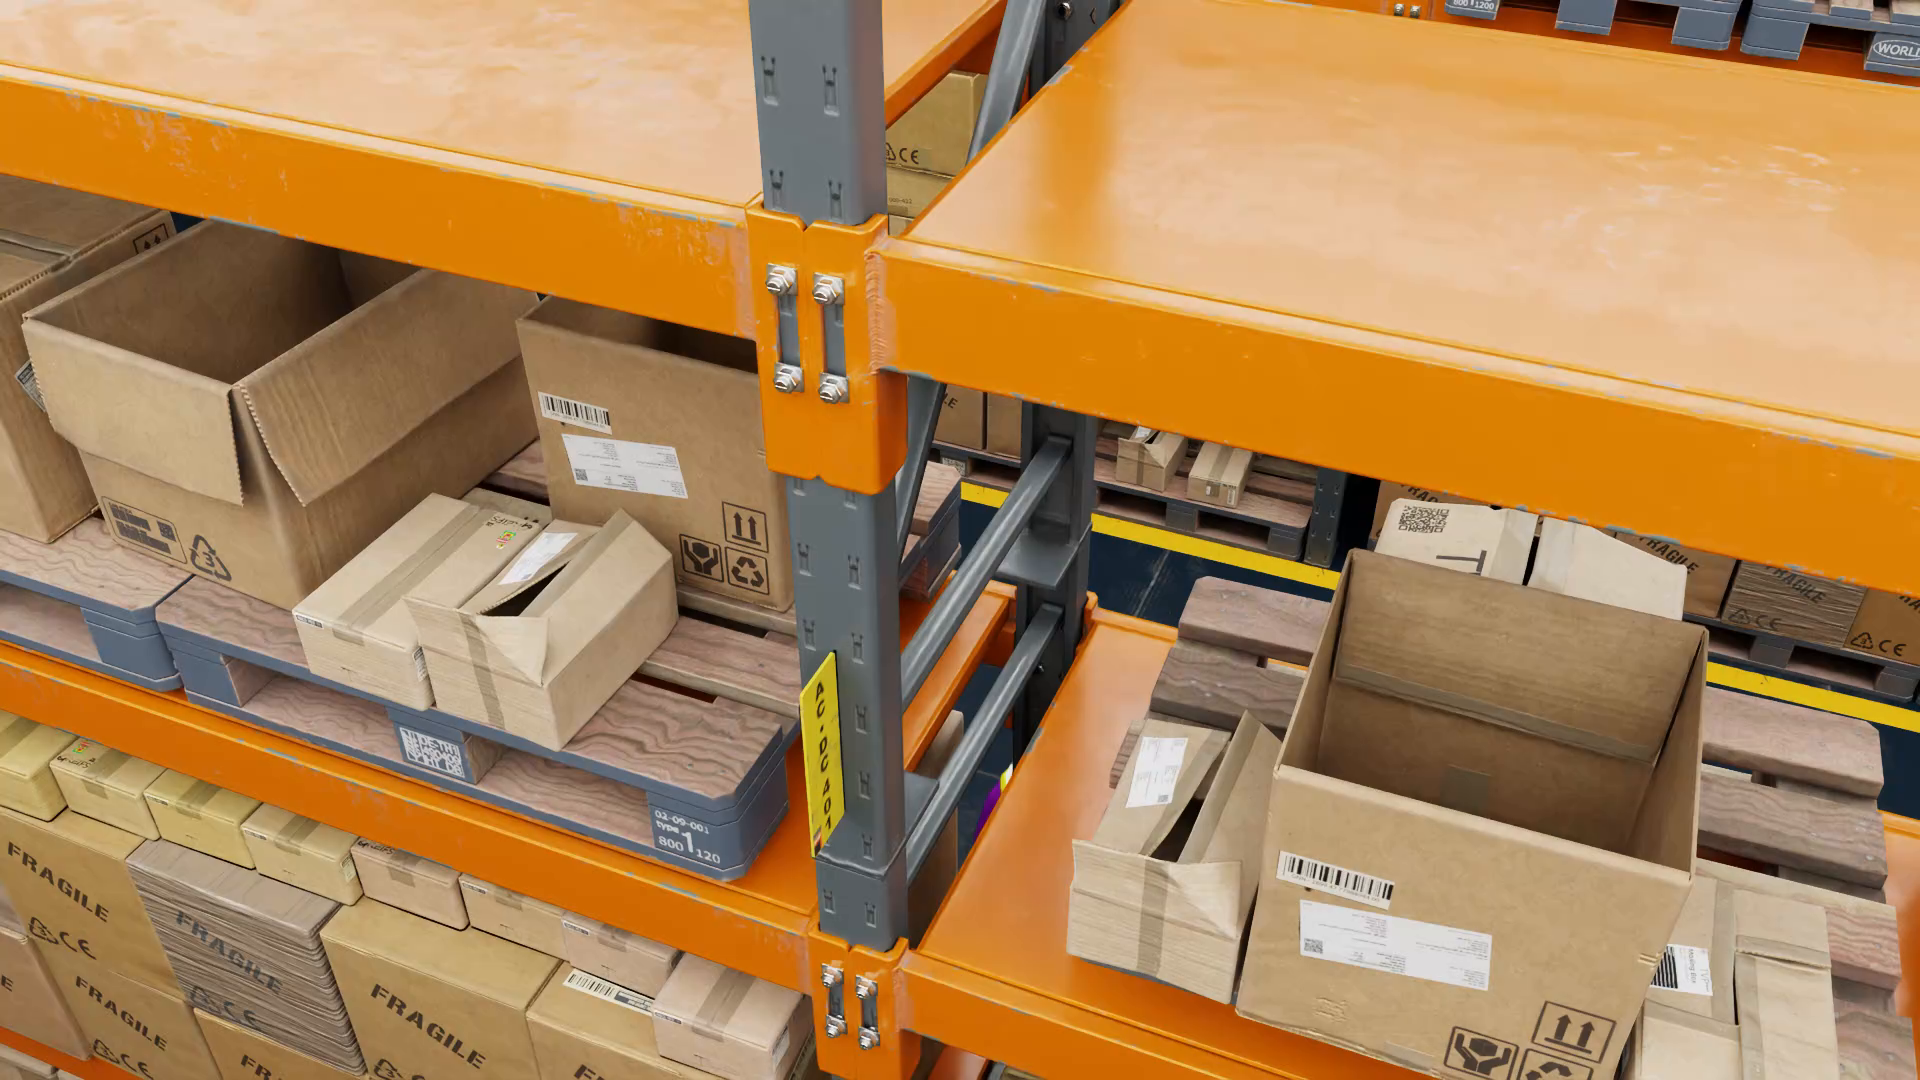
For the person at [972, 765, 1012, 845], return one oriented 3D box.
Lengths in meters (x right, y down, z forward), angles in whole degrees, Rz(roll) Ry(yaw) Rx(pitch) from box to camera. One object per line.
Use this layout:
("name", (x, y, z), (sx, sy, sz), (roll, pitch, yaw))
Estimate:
("person", (0.380, 1.093, 6.006), (0.588, 0.997, 0.885), (14, 39, 18))
